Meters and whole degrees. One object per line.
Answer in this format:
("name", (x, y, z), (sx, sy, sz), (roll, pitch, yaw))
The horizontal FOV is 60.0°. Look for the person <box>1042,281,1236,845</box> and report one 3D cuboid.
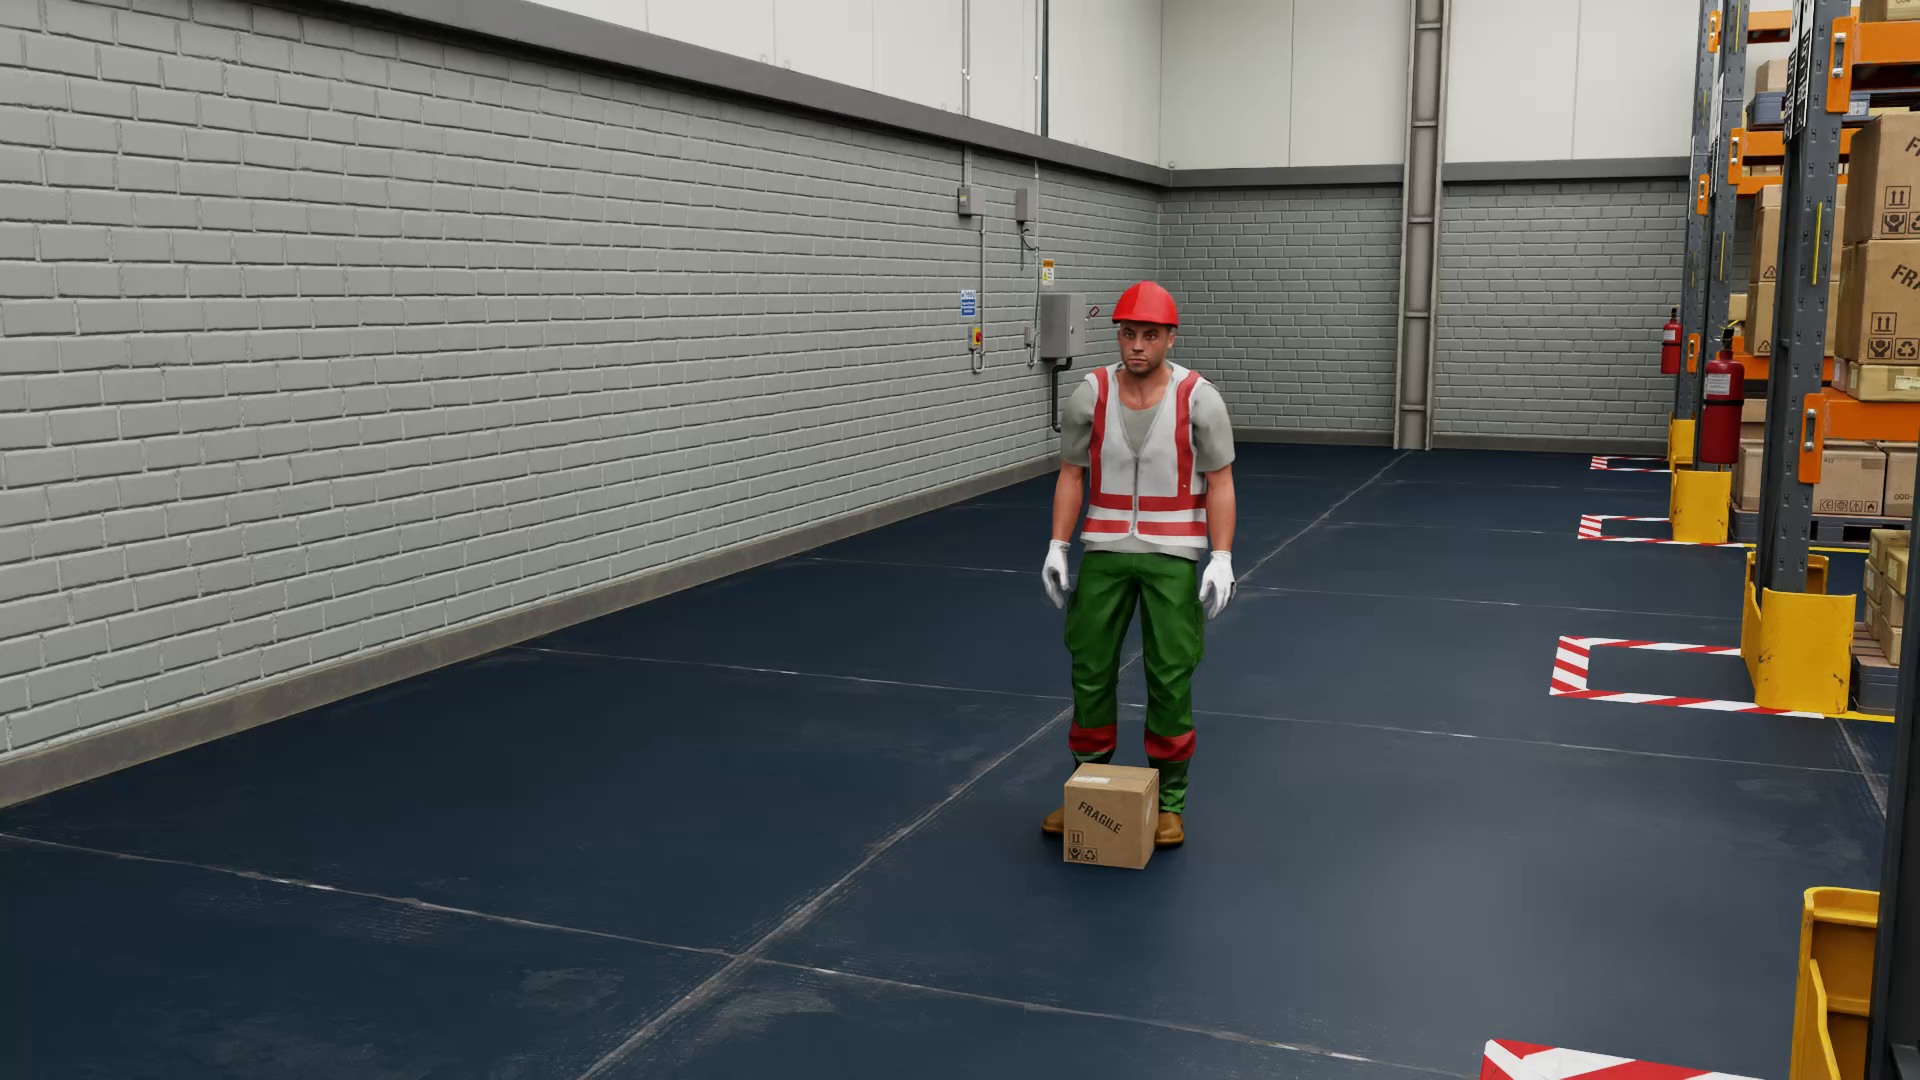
("person", (0.571, 0.075, 5.295), (0.623, 1.780, 0.447), (3, 9, 19))
